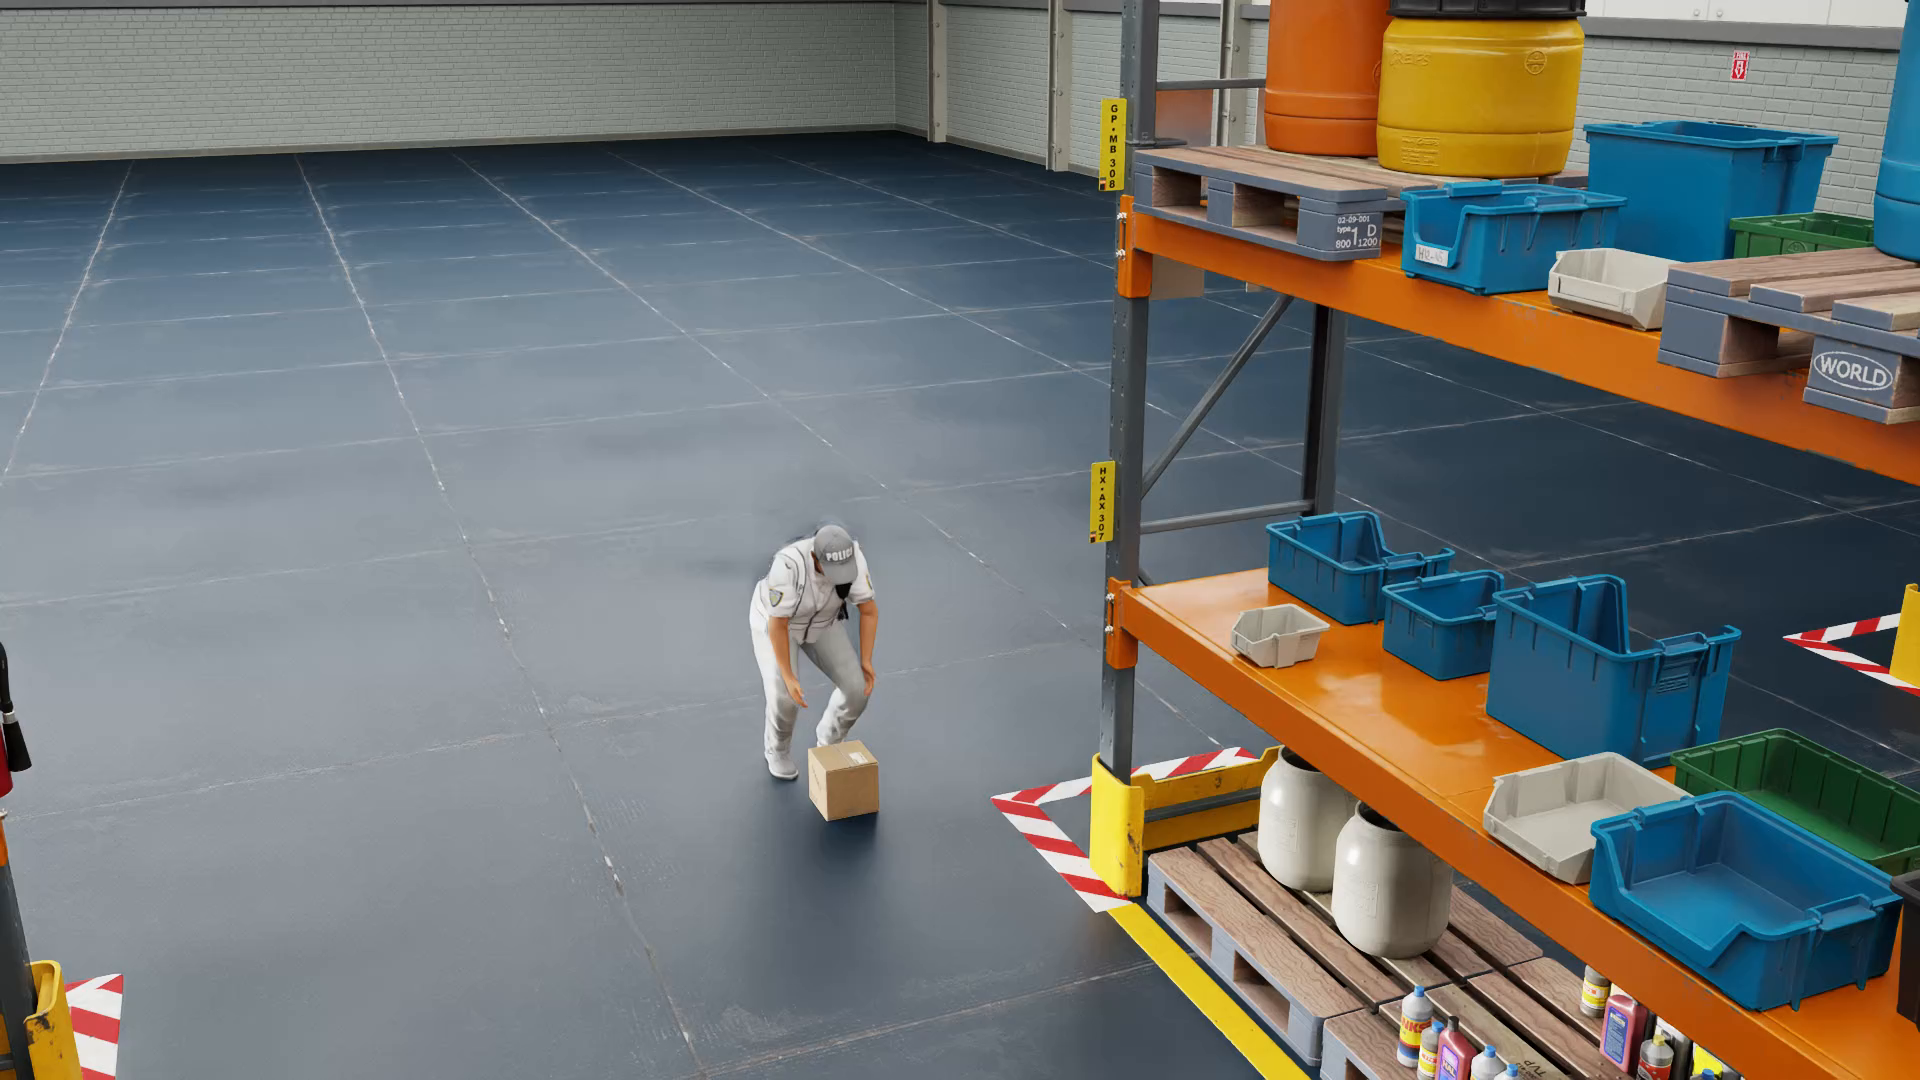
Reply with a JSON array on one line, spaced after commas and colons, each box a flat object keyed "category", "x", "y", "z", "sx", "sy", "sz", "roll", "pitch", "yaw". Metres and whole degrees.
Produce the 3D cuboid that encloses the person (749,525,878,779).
[{"category": "person", "x": -0.670, "y": 0.475, "z": 7.763, "sx": 0.539, "sy": 1.294, "sz": 0.774, "roll": -8, "pitch": 21, "yaw": -22}]
